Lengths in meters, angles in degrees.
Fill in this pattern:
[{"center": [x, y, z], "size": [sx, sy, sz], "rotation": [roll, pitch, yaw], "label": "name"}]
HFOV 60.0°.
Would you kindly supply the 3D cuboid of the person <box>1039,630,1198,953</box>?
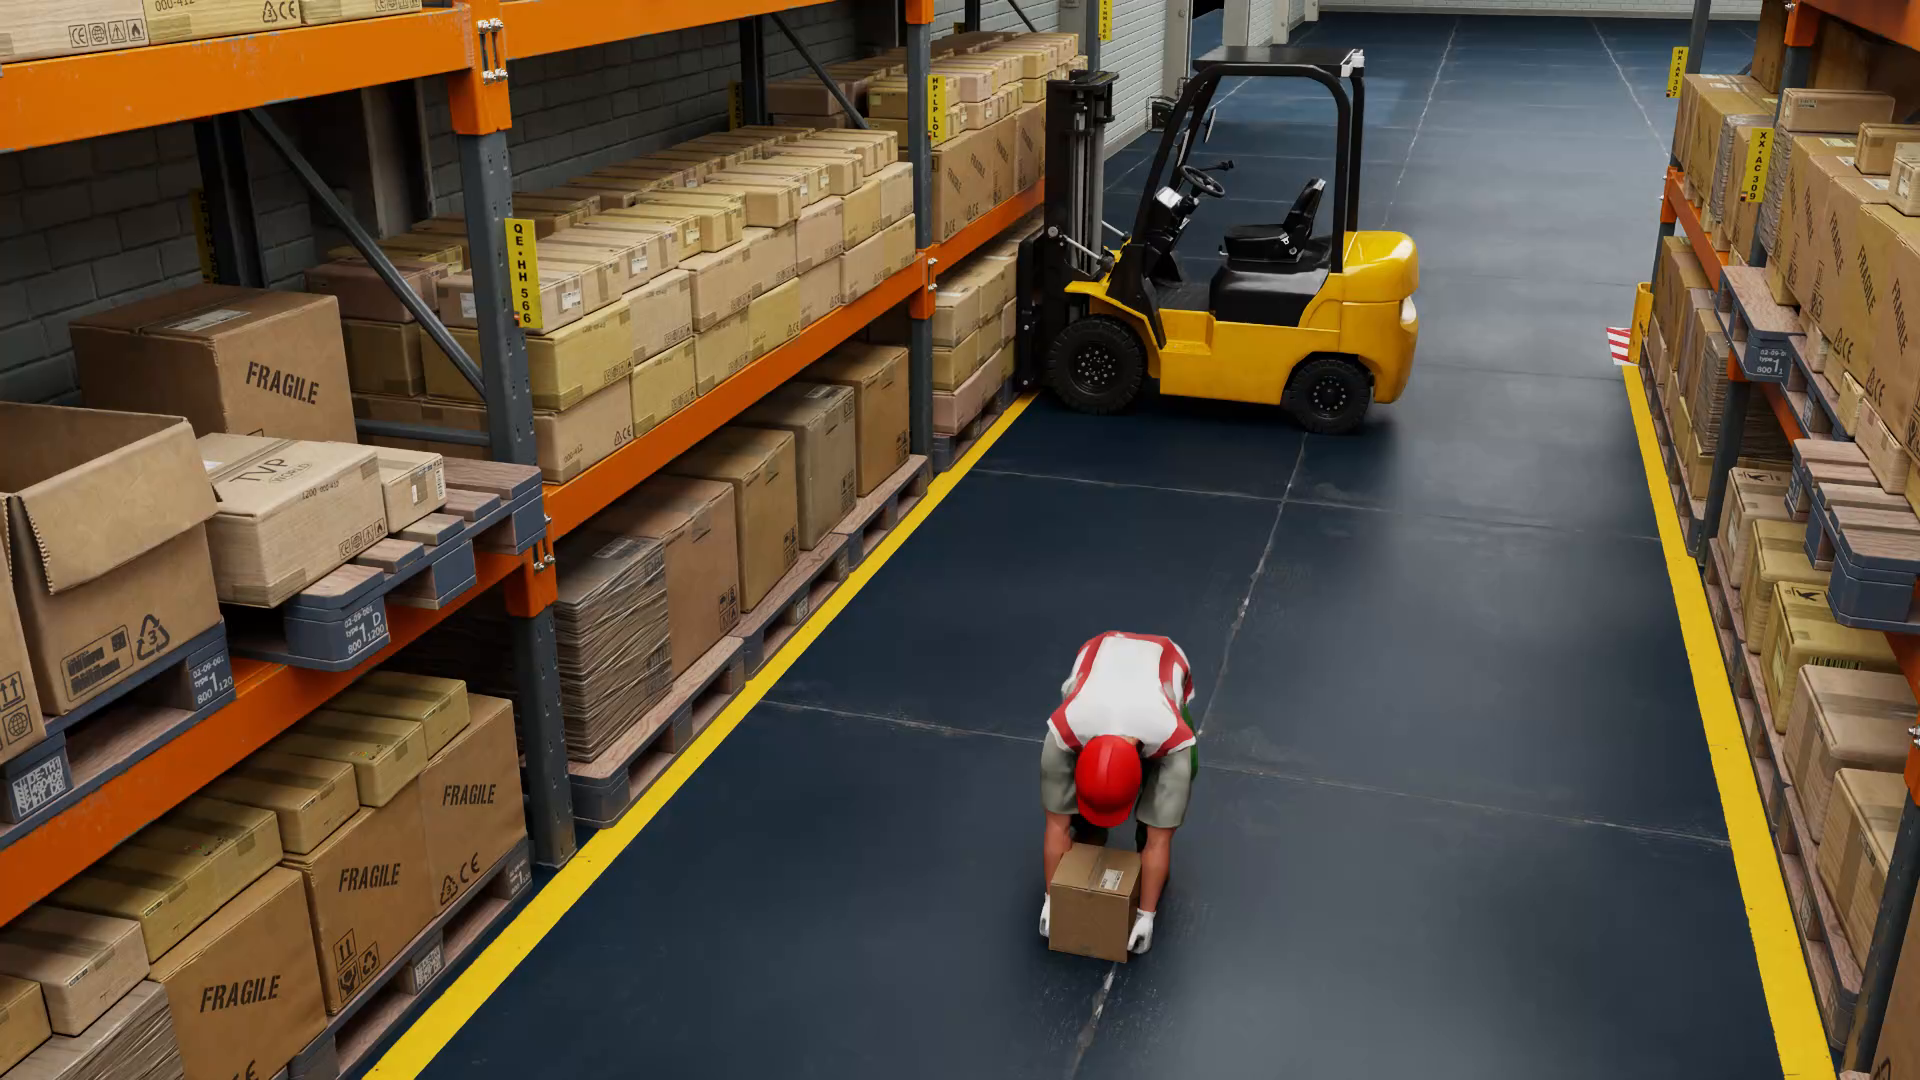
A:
[{"center": [0.512, 0.791, 5.432], "size": [0.519, 0.831, 0.966], "rotation": [6, 22, 14], "label": "person"}]
